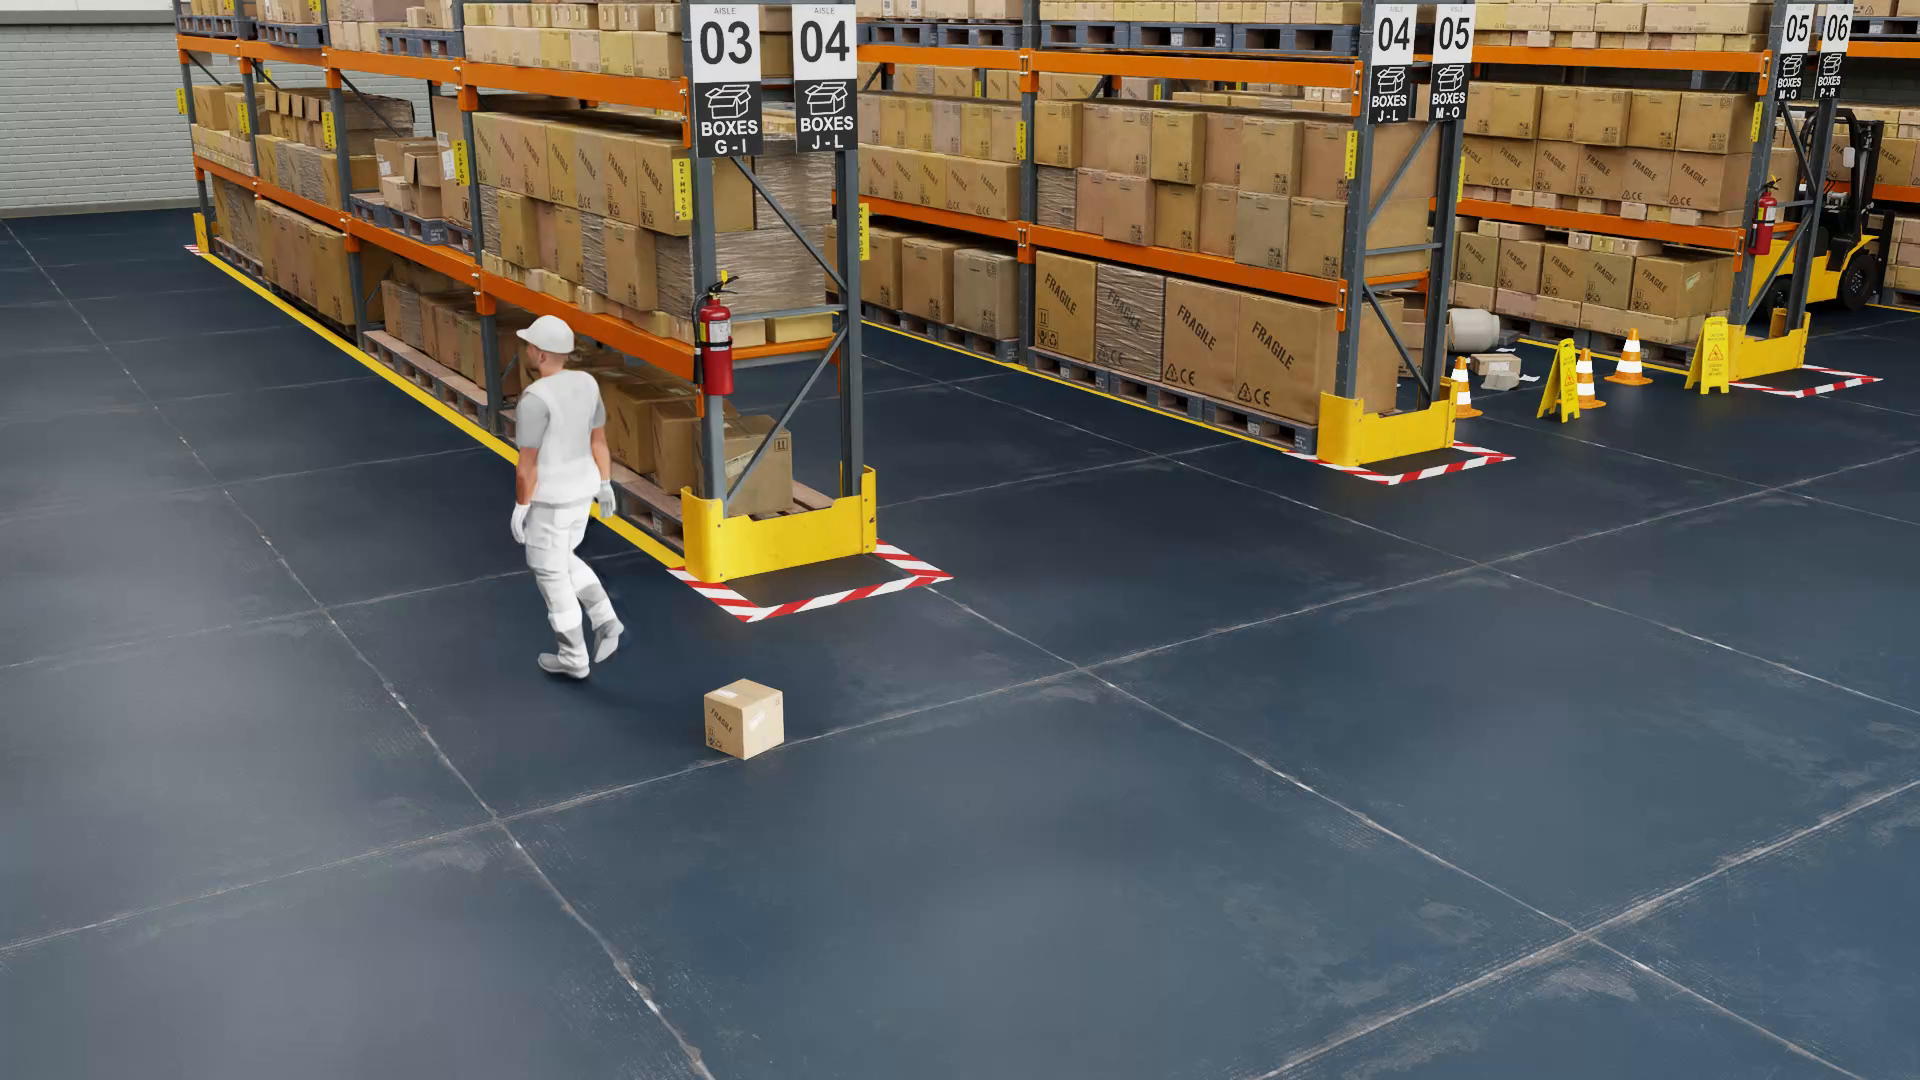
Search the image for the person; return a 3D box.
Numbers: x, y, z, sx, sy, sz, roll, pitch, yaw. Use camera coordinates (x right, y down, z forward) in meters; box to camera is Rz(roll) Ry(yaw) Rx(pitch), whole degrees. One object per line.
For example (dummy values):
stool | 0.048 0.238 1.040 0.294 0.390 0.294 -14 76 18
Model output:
person | -1.924 -0.204 8.046 0.483 1.783 0.581 9 20 25
